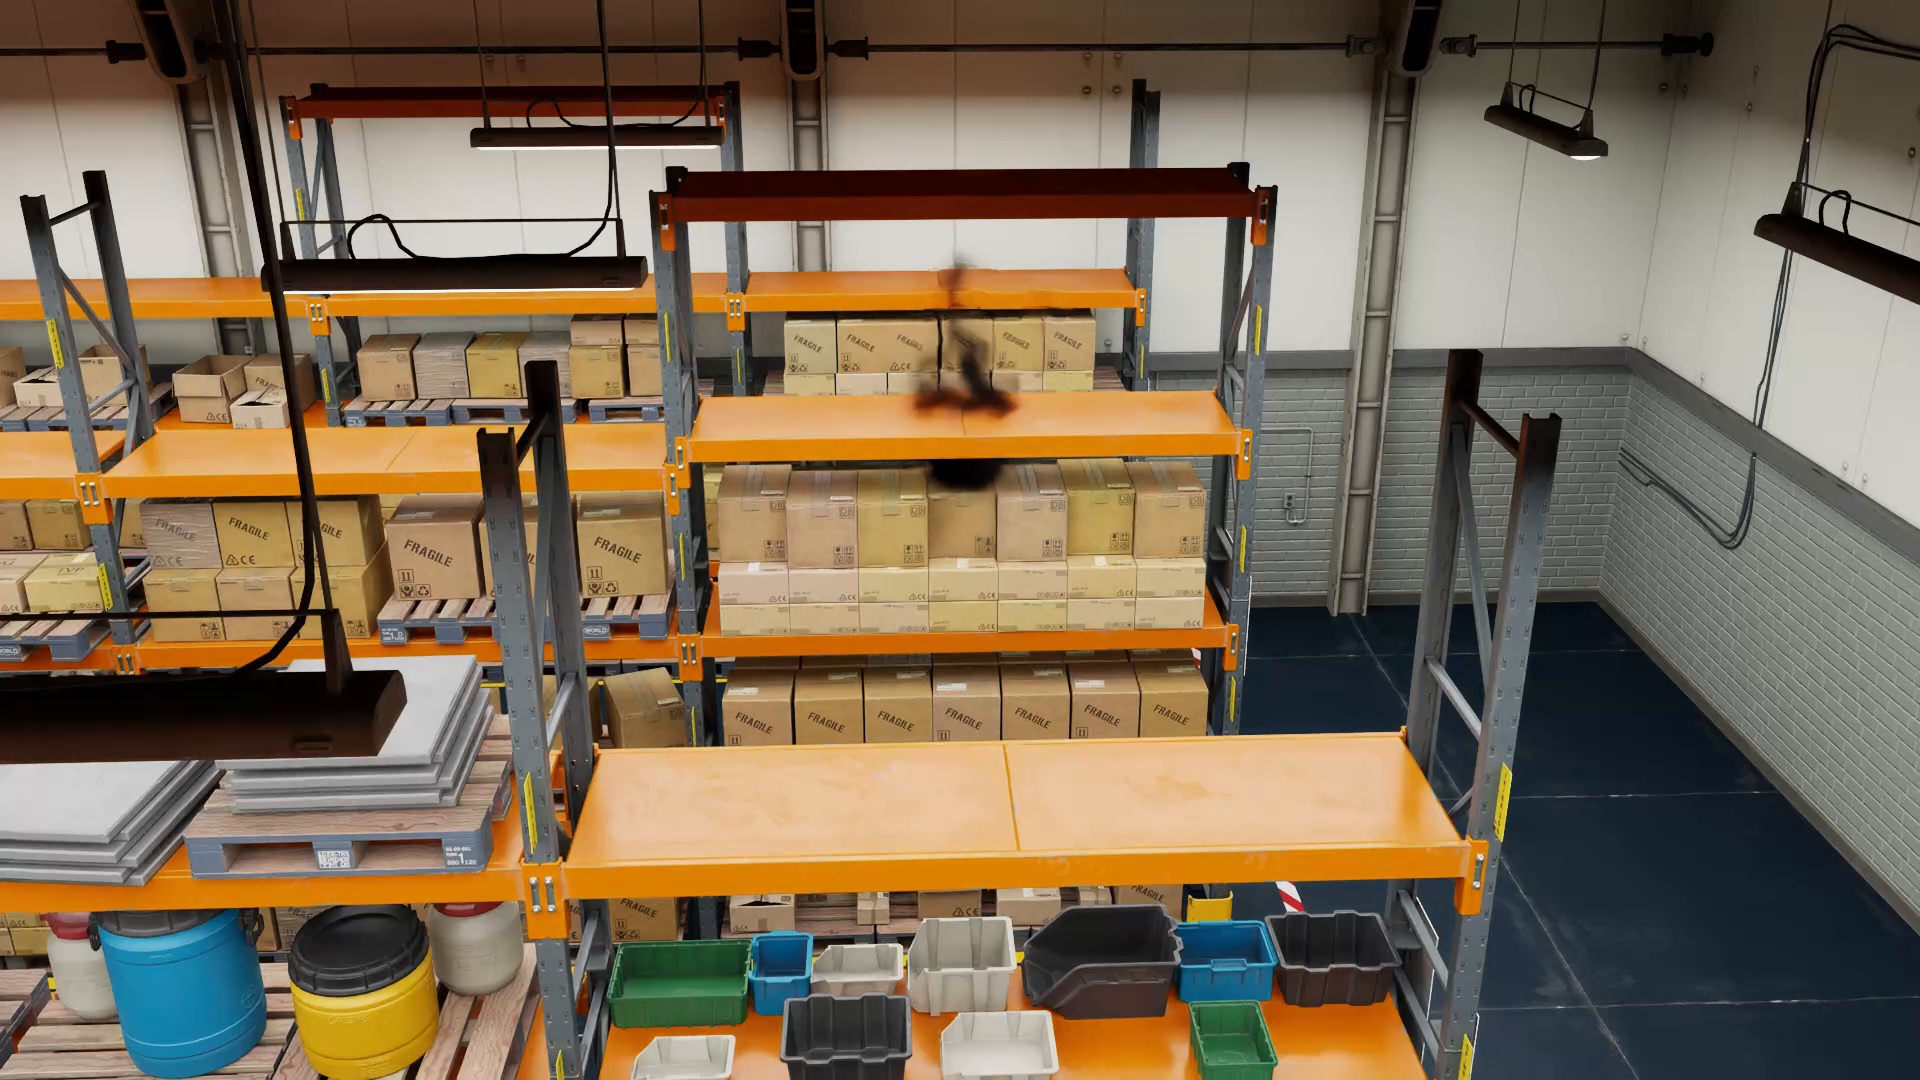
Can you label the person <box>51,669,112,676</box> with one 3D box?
[{"bbox_3d":[-7.939,1.535,15.003,0.822,1.812,0.644,-6,23,-14],"label":"person"}]
